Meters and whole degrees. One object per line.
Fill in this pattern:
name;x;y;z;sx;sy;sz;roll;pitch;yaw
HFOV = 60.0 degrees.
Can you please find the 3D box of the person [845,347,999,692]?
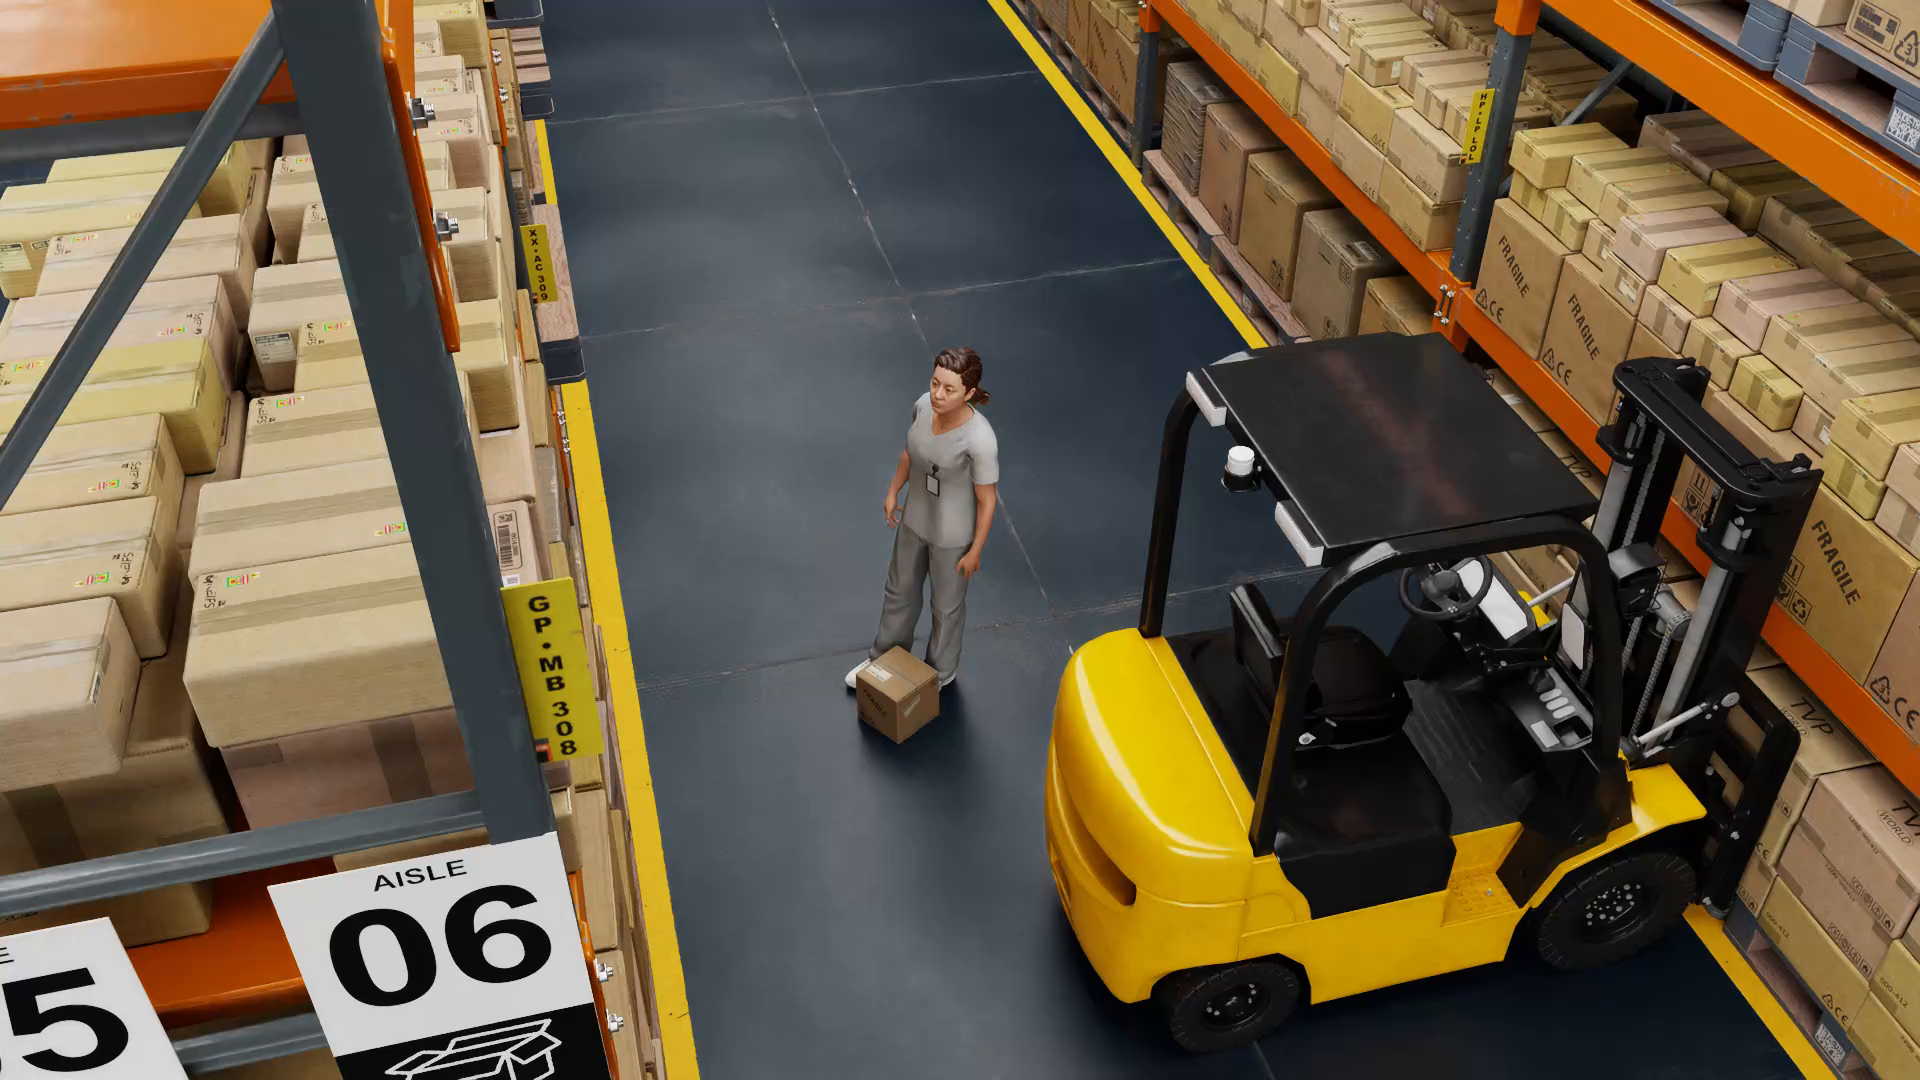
person;-0.134;-0.023;6.729;0.550;1.677;0.550;-31;48;-33
